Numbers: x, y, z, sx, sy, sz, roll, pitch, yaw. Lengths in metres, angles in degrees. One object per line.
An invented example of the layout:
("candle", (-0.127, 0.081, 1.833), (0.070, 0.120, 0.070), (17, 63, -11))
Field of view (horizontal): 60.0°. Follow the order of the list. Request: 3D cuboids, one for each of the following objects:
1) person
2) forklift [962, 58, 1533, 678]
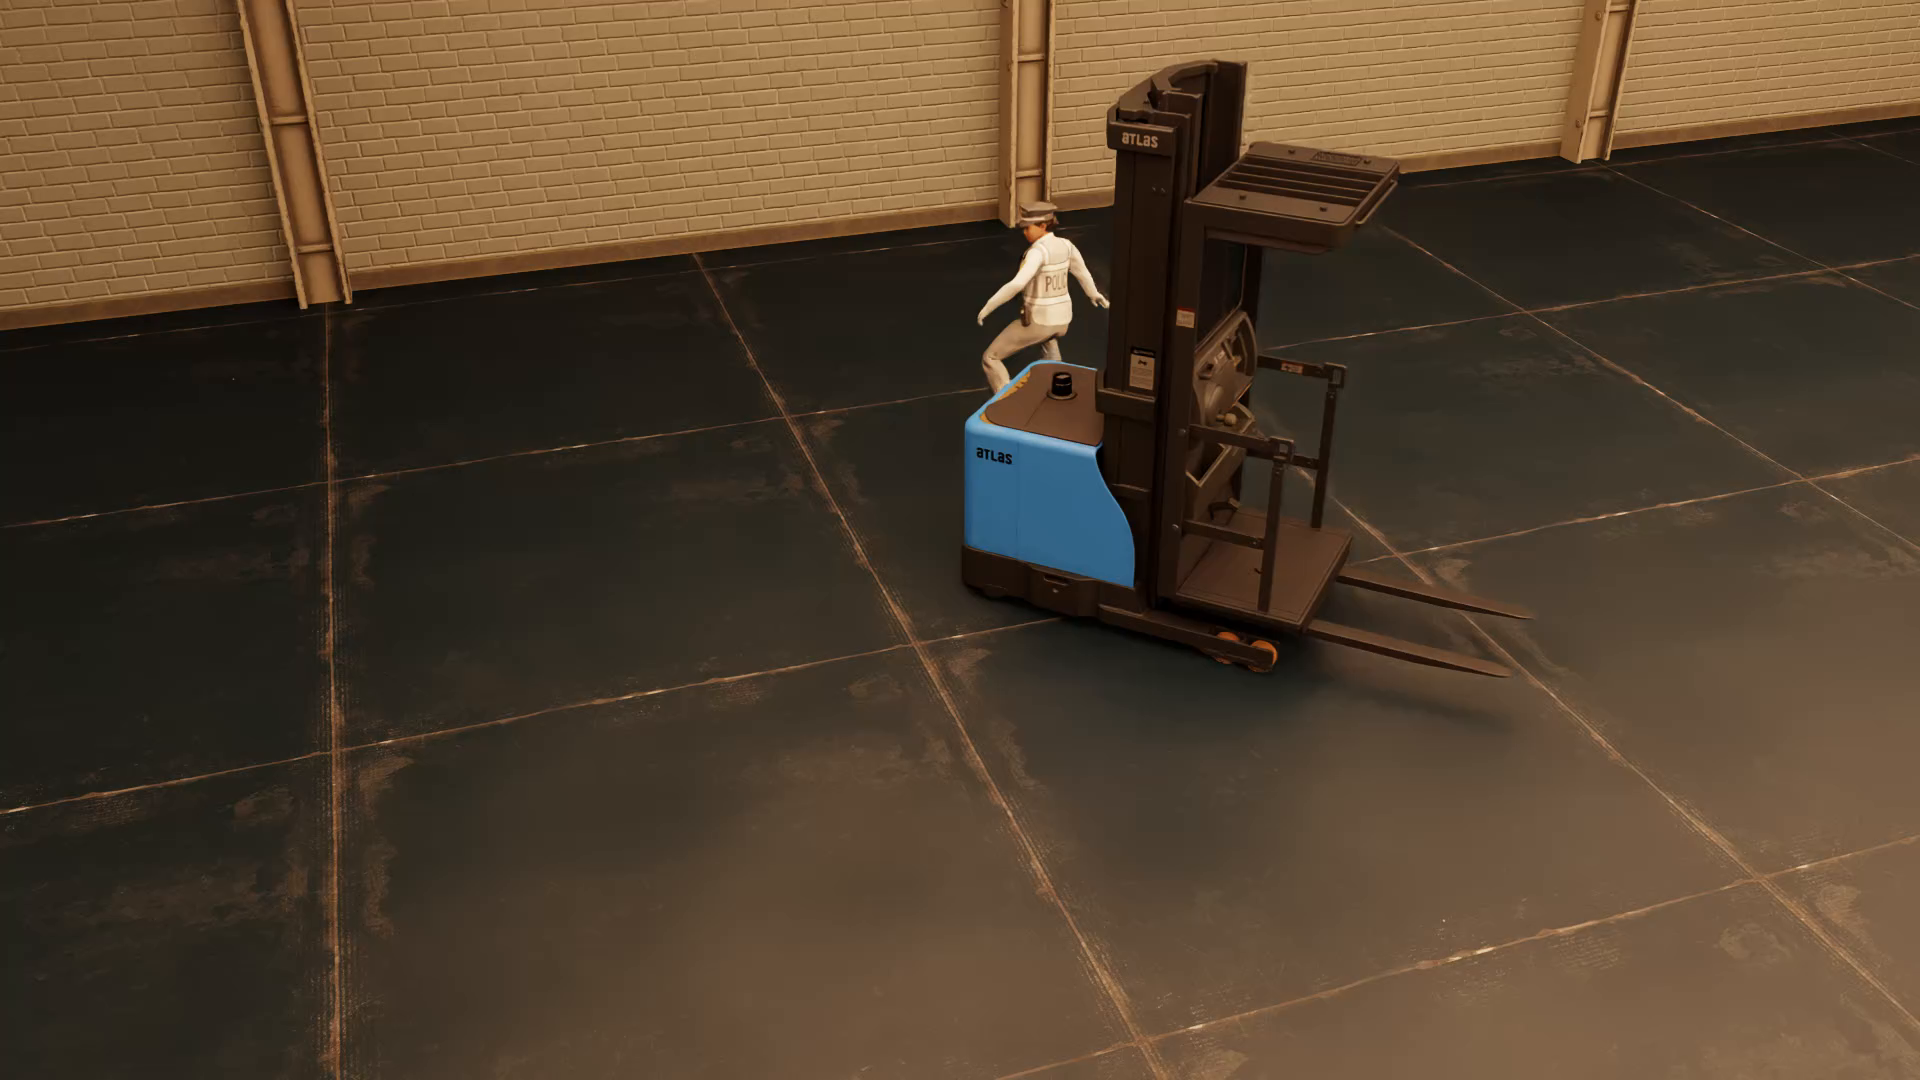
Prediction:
("person", (0.561, -1.515, 11.206), (1.070, 1.562, 0.454), (-26, 39, -37))
("forklift", (1.563, -0.872, 8.602), (3.031, 2.935, 1.130), (14, 33, 23))
